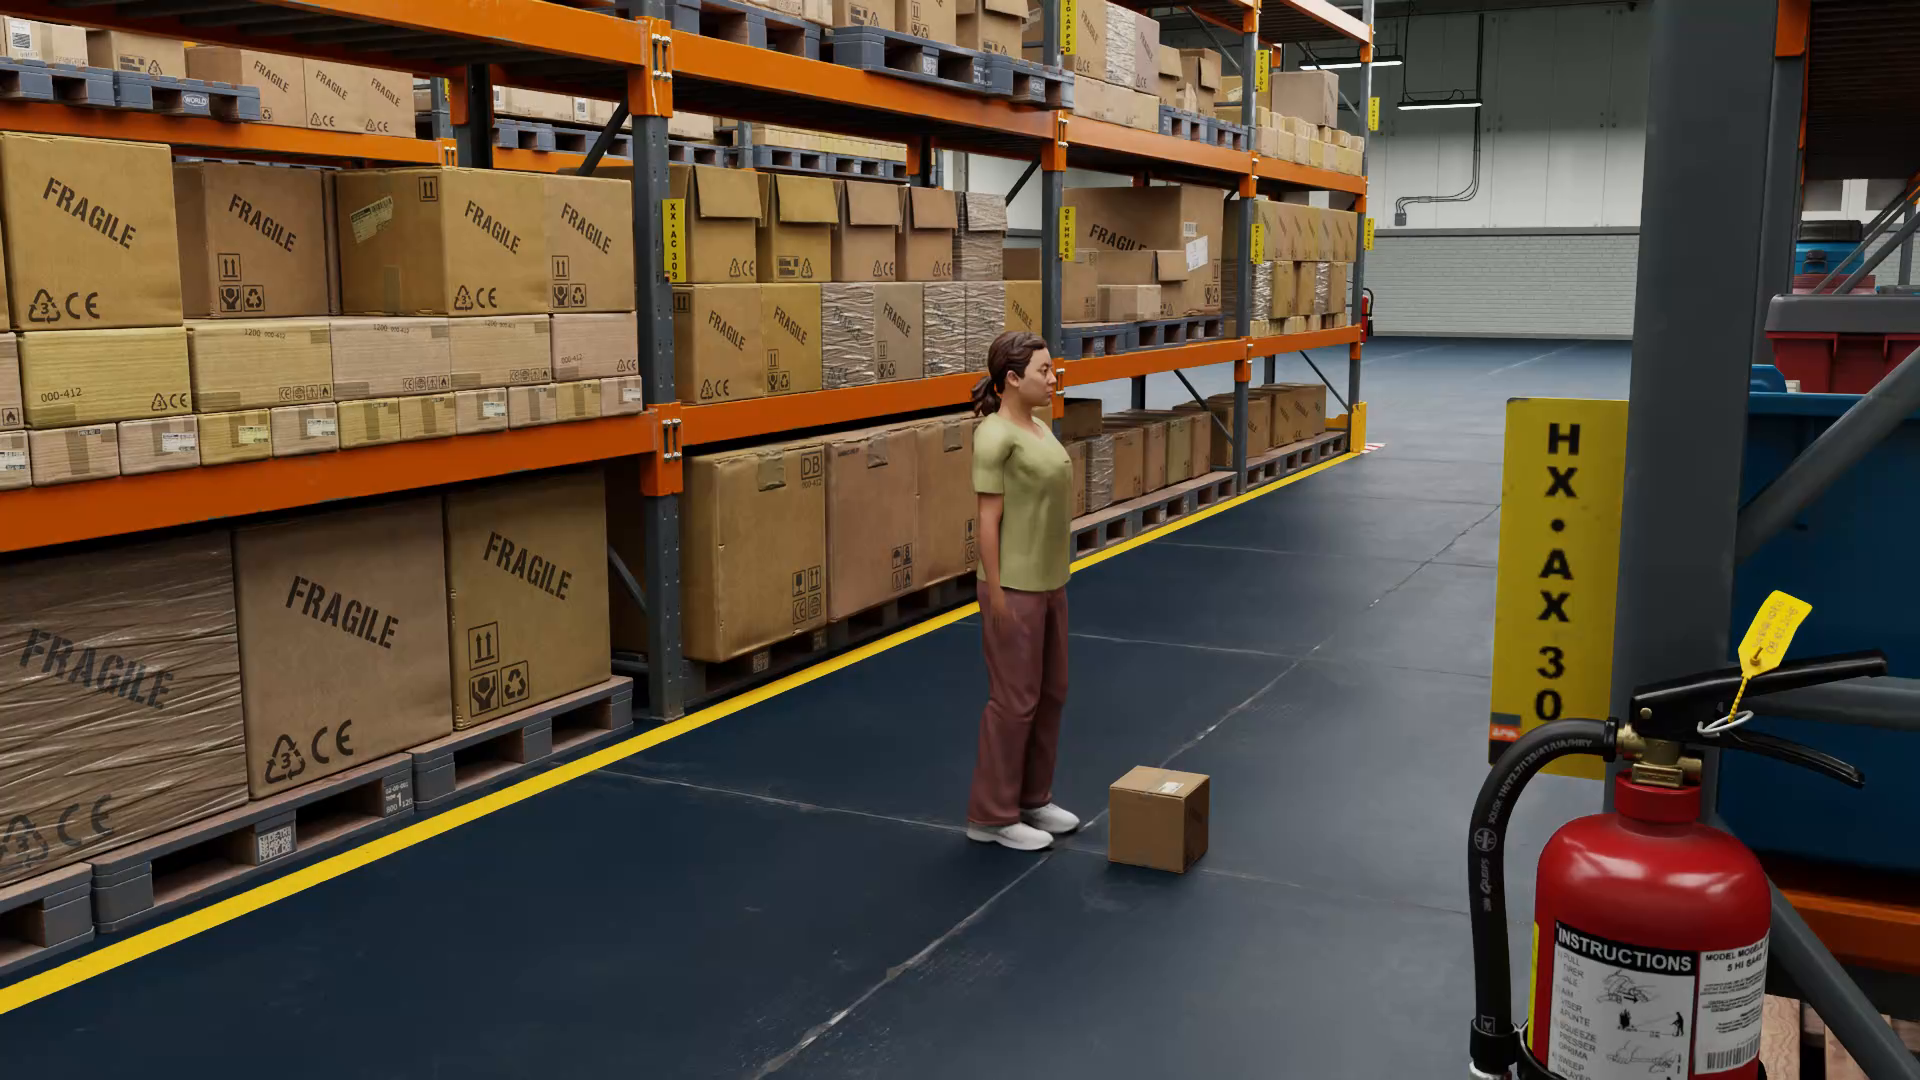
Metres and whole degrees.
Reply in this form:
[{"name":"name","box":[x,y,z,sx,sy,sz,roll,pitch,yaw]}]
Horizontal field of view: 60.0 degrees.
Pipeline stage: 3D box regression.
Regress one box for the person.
[{"name":"person","box":[0.198,0.156,5.433,0.357,1.667,0.439,5,10,27]}]
